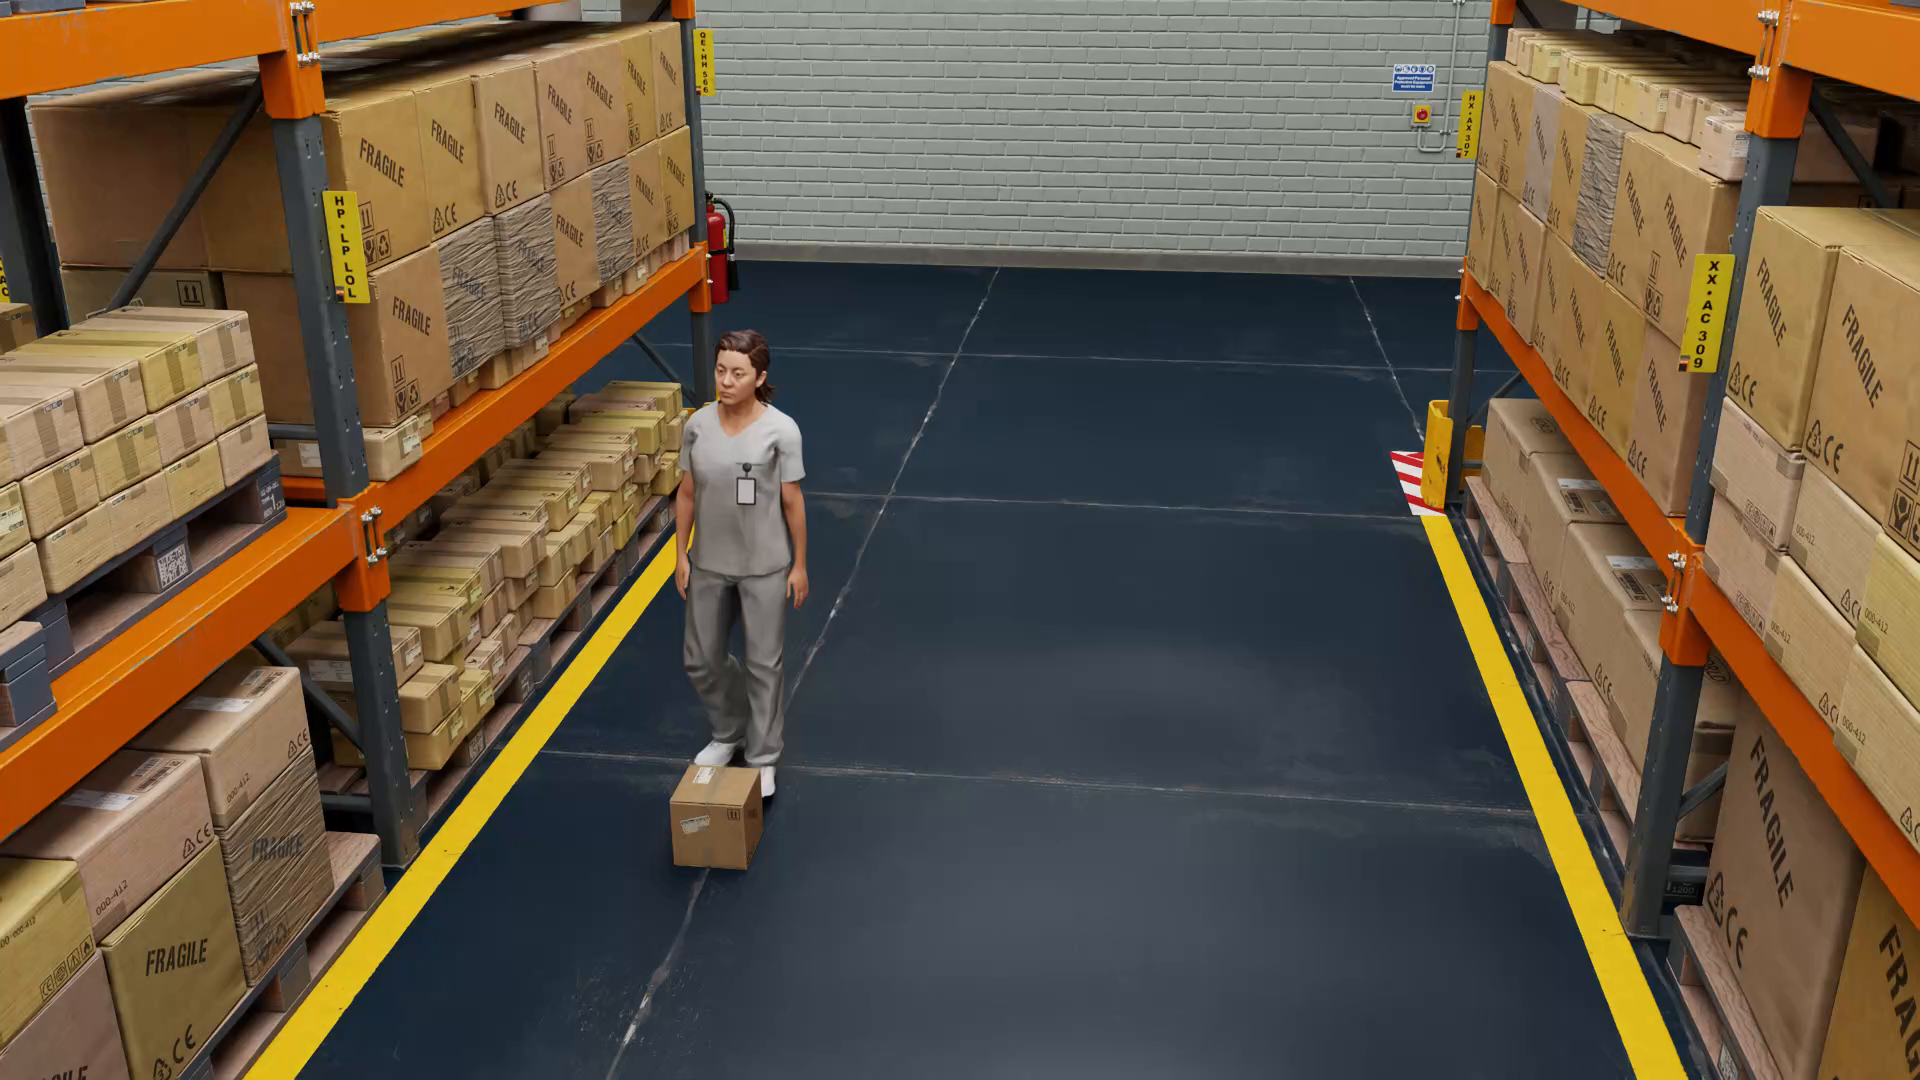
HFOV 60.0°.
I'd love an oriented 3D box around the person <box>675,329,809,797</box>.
[{"bbox_3d":[-0.763,0.085,5.830,0.470,1.668,0.441,5,22,12],"label":"person"}]
